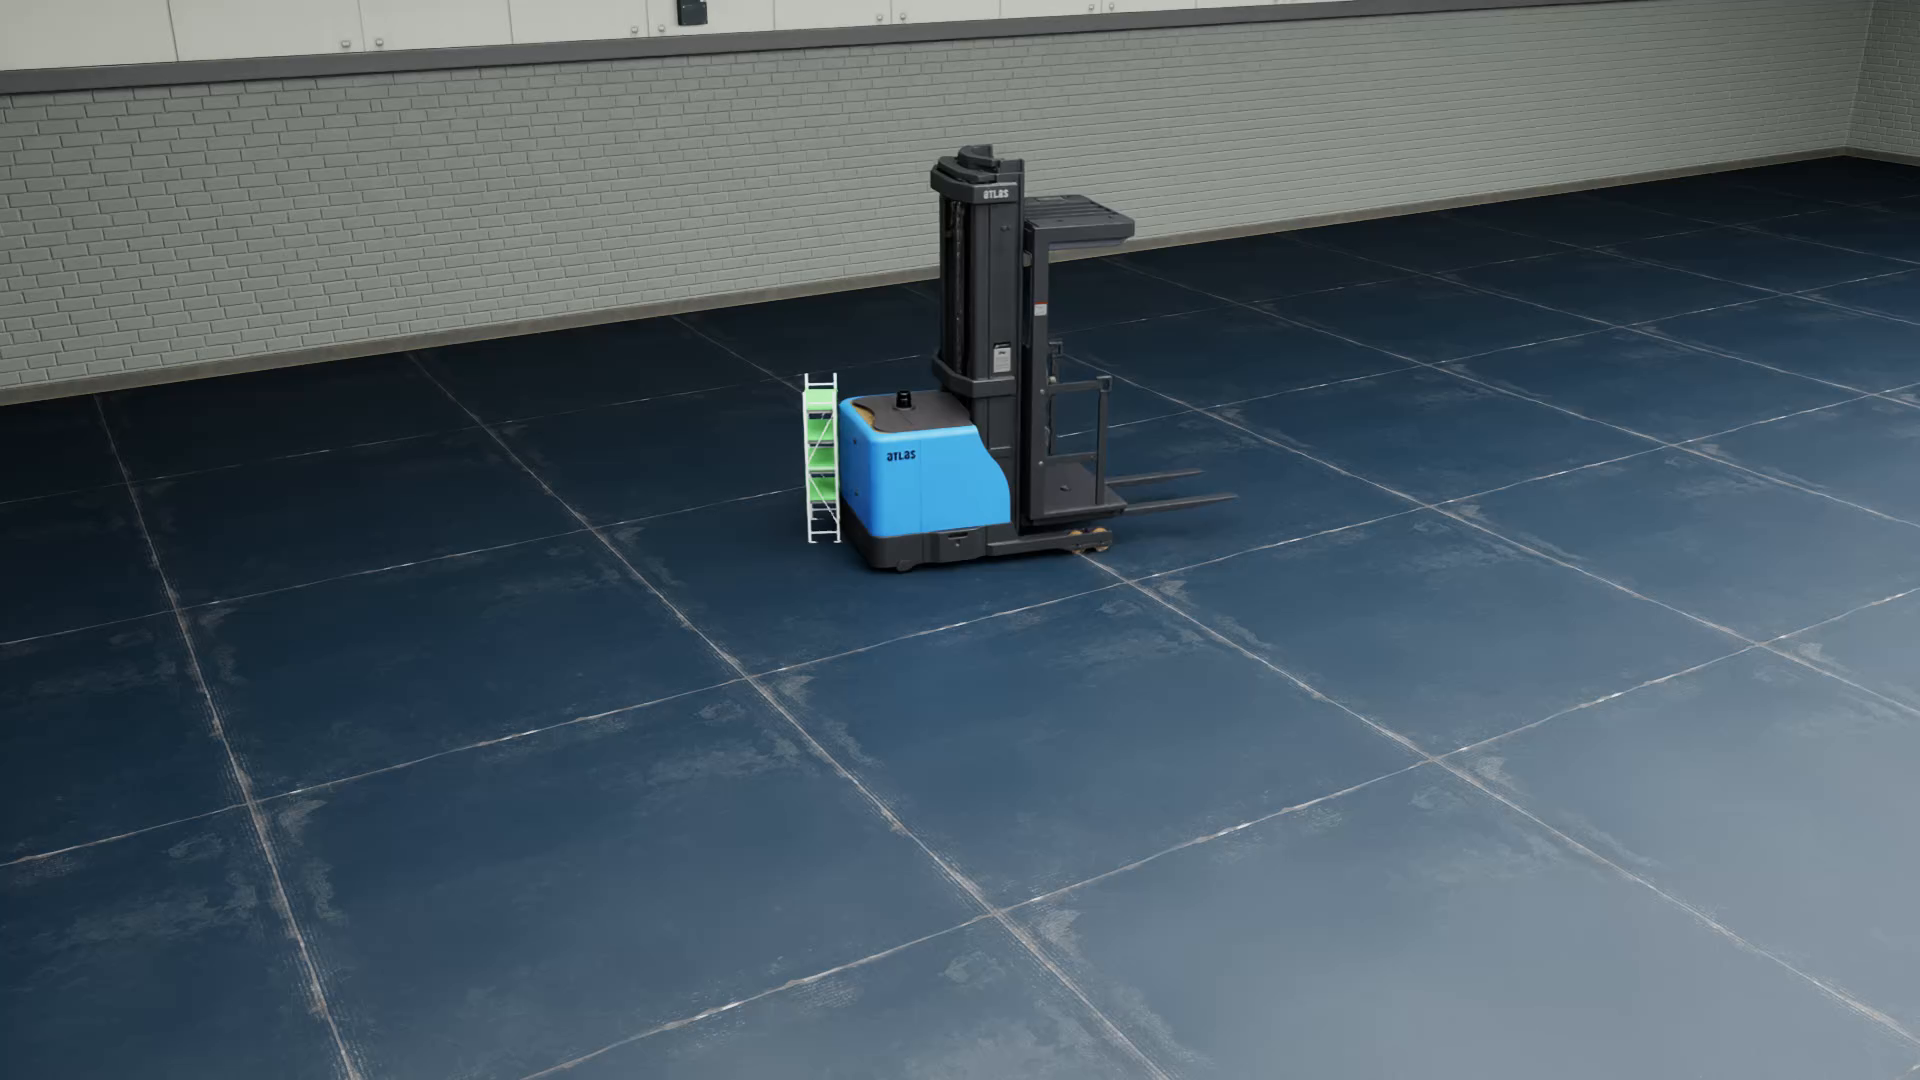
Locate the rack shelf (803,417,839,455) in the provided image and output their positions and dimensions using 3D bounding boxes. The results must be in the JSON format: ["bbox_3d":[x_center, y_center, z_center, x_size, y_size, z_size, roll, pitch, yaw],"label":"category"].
[{"bbox_3d":[-1.056,-0.792,12.698,0.258,0.148,0.480,-1,22,-3],"label":"rack shelf"}]

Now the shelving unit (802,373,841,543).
[{"bbox_3d":[-1.056,-0.629,12.764,0.258,1.200,0.503,-1,22,-3],"label":"shelving unit"}]

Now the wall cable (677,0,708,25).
[{"bbox_3d":[-2.056,-8.617,17.545,2.305,6.003,0.169,-13,25,-28],"label":"wall cable"}]

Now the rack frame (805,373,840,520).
[{"bbox_3d":[-1.069,-0.720,12.990,0.240,1.200,0.015,-1,22,-3],"label":"rack frame"}]

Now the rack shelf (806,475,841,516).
[{"bbox_3d":[-1.055,-0.347,12.878,0.258,0.148,0.480,-1,22,-3],"label":"rack shelf"}]

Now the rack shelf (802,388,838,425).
[{"bbox_3d":[-1.057,-1.014,12.607,0.258,0.148,0.480,-1,22,-3],"label":"rack shelf"}]

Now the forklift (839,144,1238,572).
[{"bbox_3d":[0.645,-1.439,12.458,3.031,2.935,1.130,-7,23,-17],"label":"forklift"}]

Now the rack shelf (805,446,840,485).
[{"bbox_3d":[-1.056,-0.570,12.788,0.258,0.148,0.480,-1,22,-3],"label":"rack shelf"}]

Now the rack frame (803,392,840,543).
[{"bbox_3d":[-1.043,-0.537,12.538,0.240,1.200,0.015,-1,22,-3],"label":"rack frame"}]
